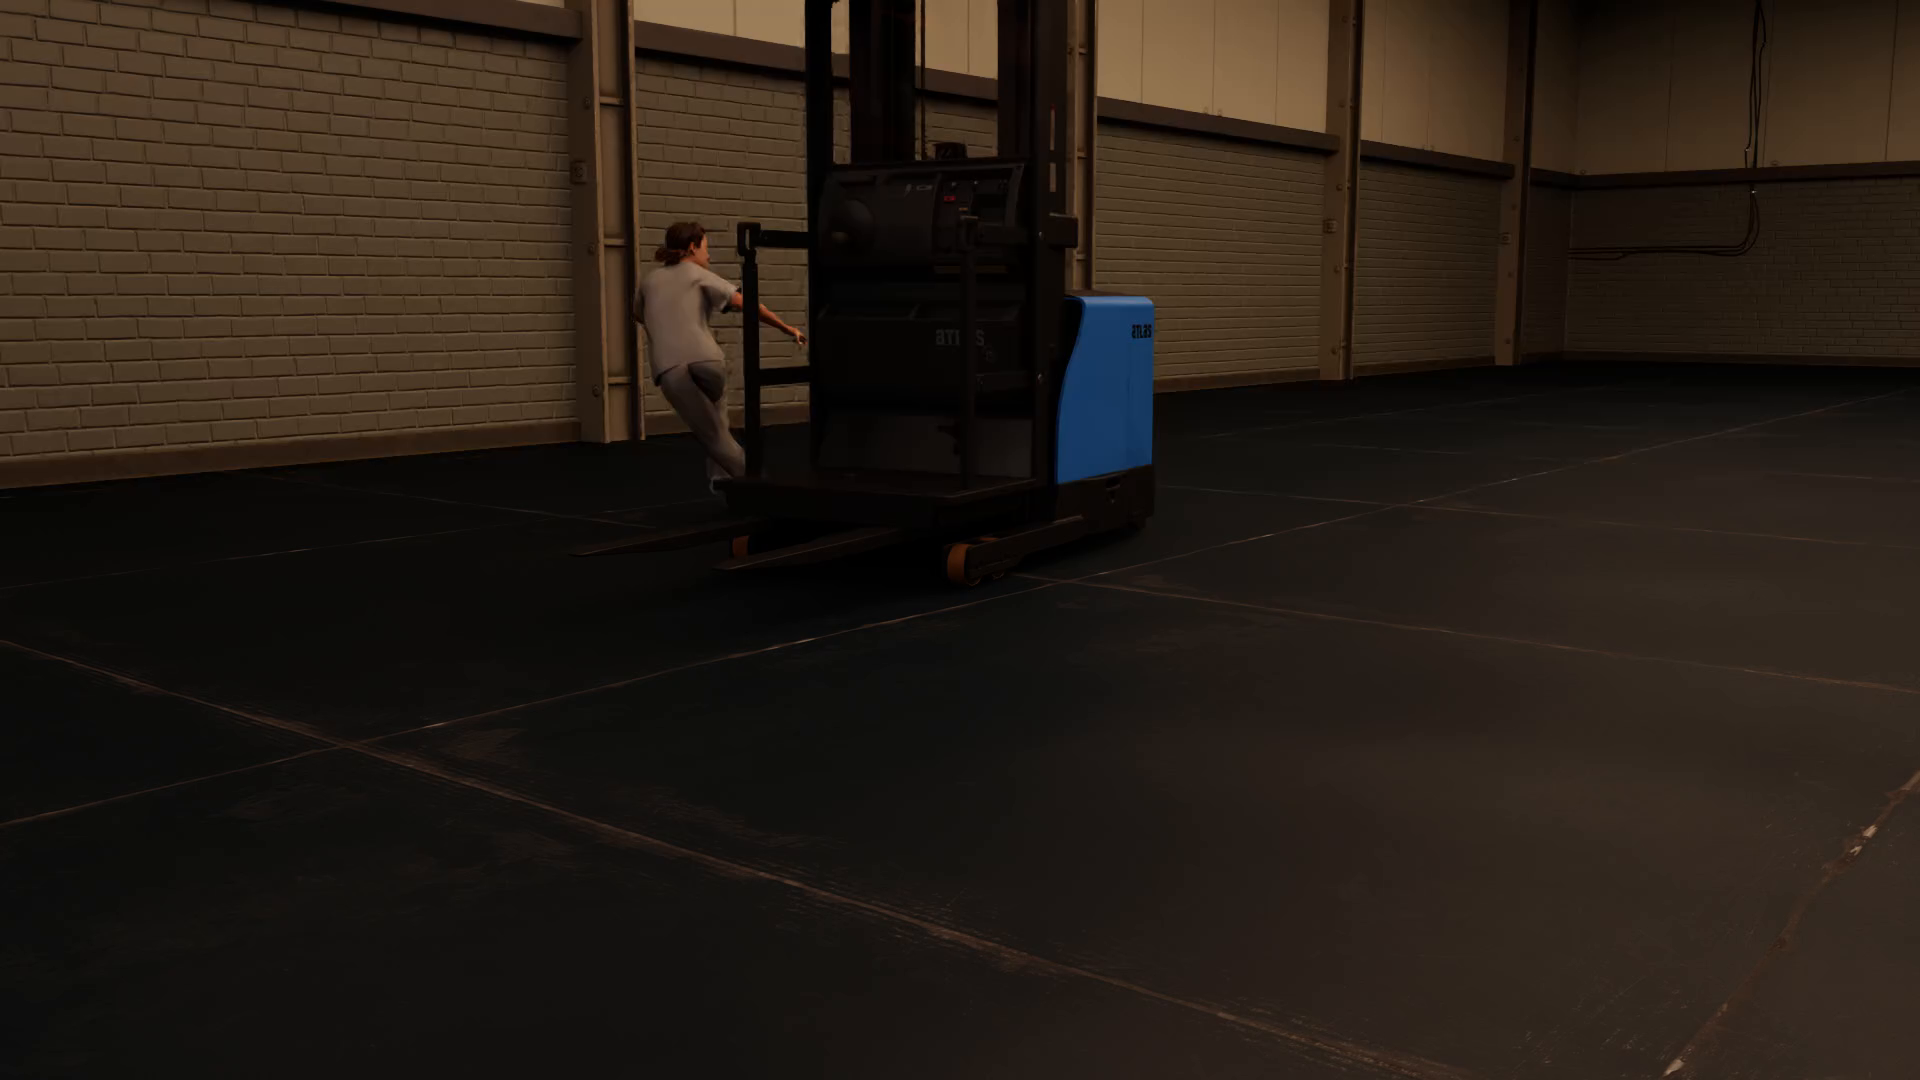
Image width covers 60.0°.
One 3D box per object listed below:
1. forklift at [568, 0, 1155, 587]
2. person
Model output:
[{"bbox_3d":[-0.270,-1.350,6.508,1.130,2.935,3.031,5,10,30],"label":"forklift"},{"bbox_3d":[-1.191,-0.840,8.174,0.880,1.431,0.819,0,8,-1],"label":"person"}]
